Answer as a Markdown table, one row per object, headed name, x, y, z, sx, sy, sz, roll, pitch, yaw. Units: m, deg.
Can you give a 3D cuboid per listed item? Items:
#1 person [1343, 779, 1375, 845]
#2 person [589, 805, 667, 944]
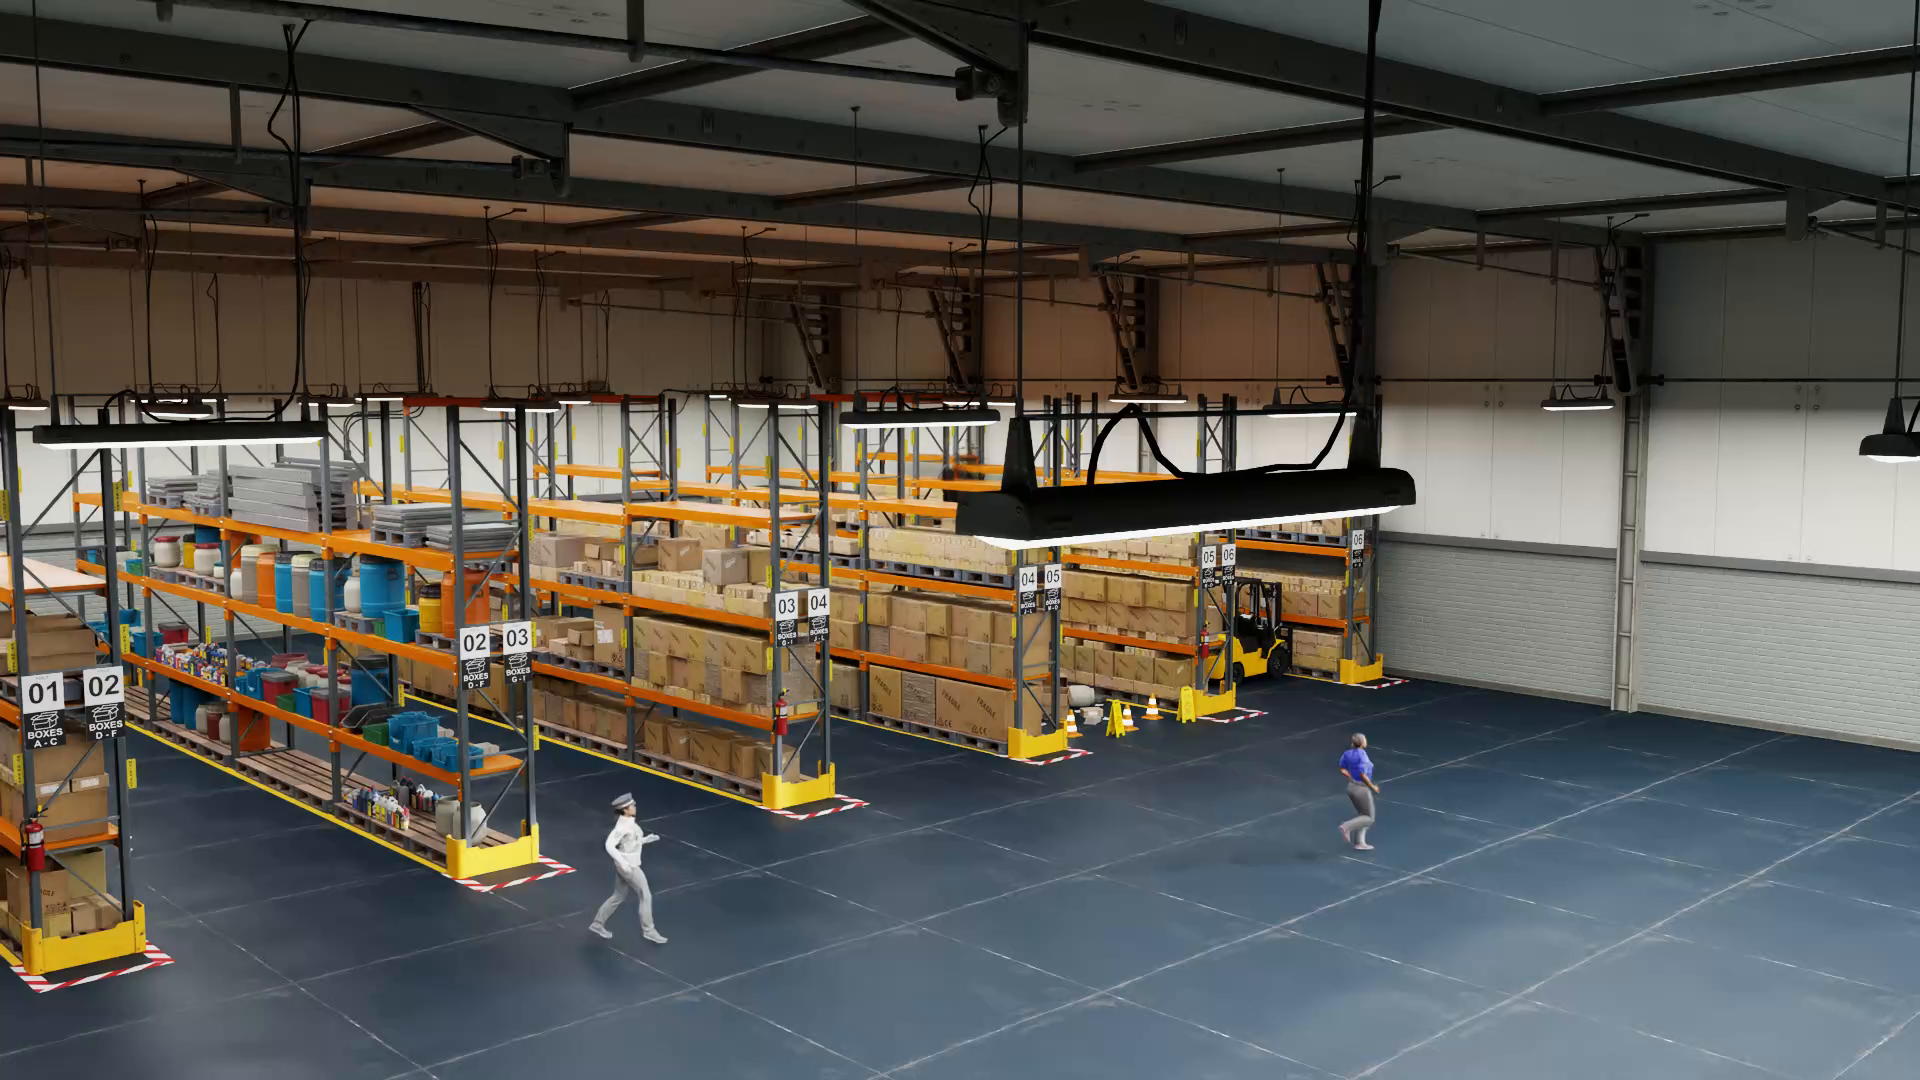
| name | x | y | z | sx | sy | sz | roll | pitch | yaw |
| --- | --- | --- | --- | --- | --- | --- | --- | --- | --- |
| person | 5.327 | 3.666 | 22.332 | 0.520 | 0.892 | 0.367 | -2 | 6 | -22 |
| person | -3.727 | 3.703 | 18.600 | 0.854 | 1.672 | 0.596 | -2 | 6 | -16 |
